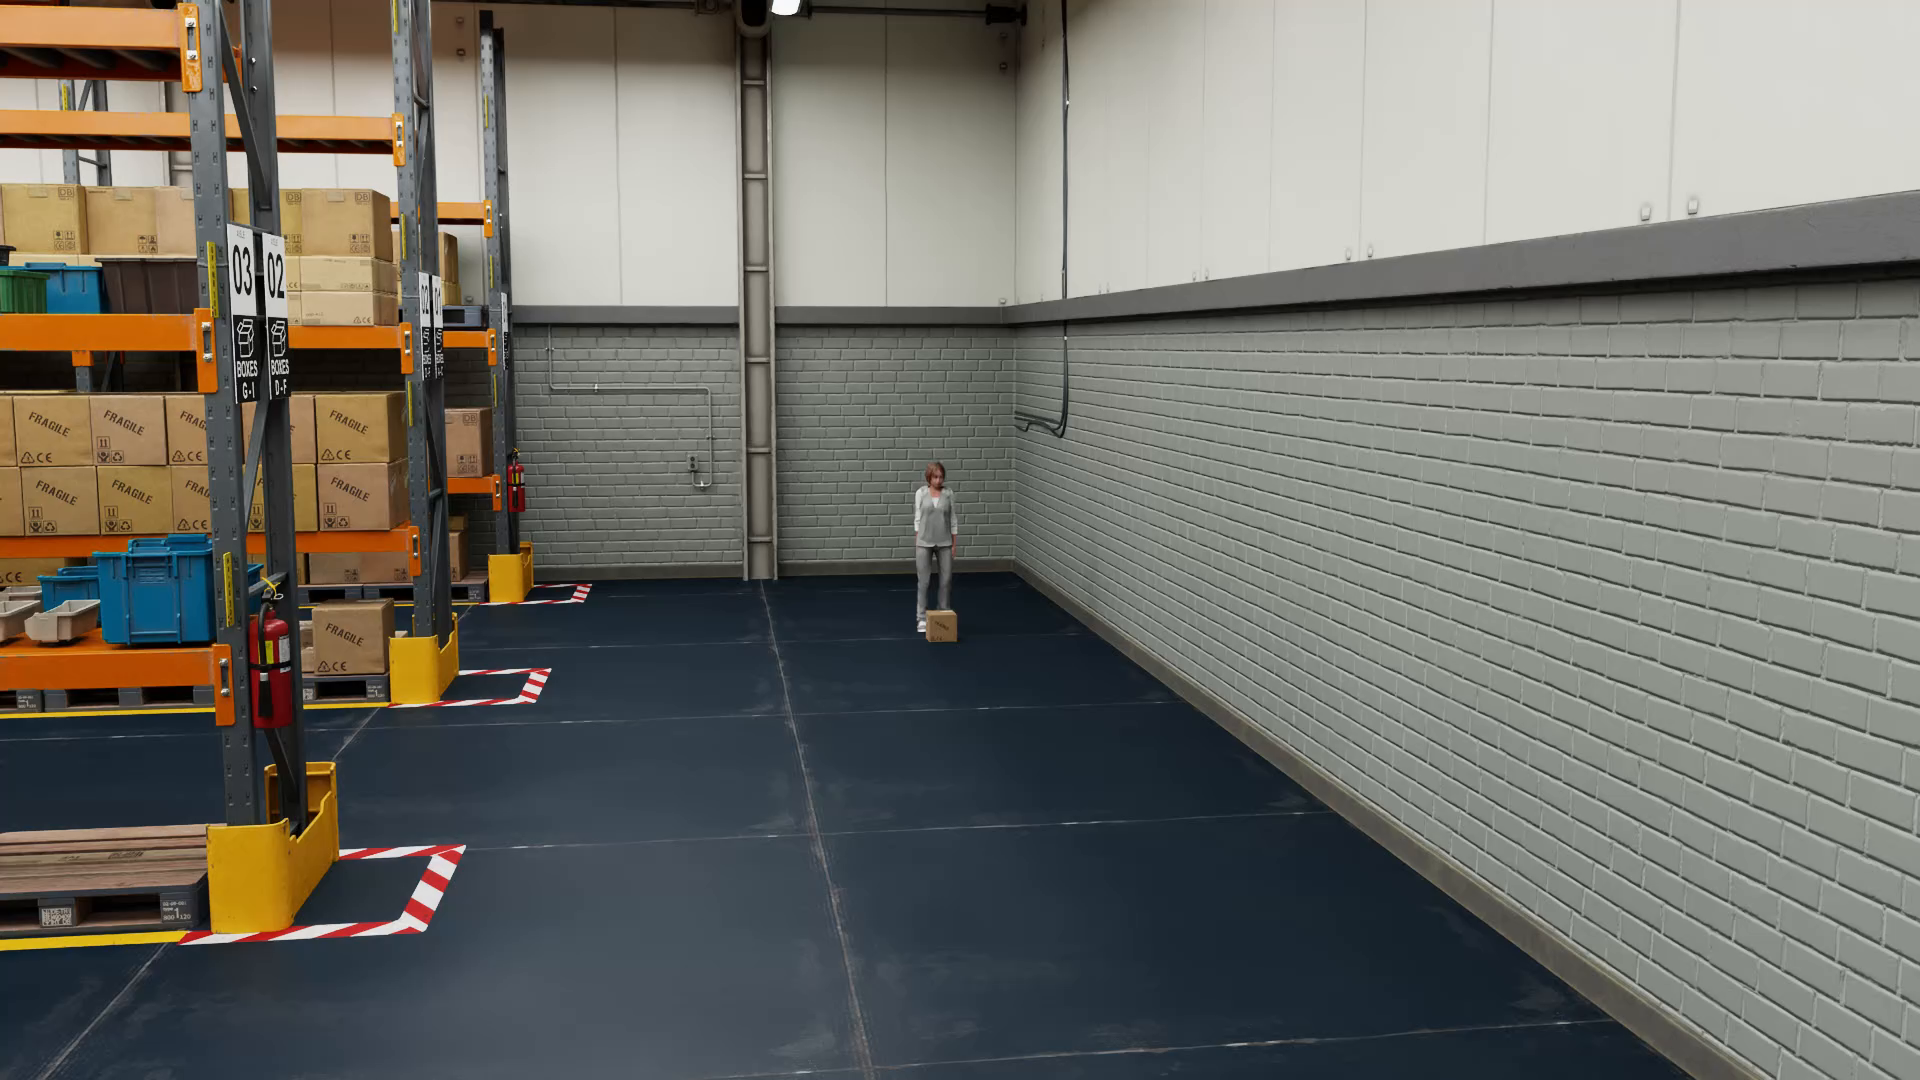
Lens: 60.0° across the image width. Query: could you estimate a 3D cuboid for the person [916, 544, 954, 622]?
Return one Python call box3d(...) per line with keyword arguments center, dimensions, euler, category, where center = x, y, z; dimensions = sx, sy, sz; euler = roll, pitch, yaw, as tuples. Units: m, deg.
box3d(center=(-0.240, 0.349, 15.553), dimensions=(0.354, 0.877, 0.278), euler=(-1, 7, -8), category="person")
